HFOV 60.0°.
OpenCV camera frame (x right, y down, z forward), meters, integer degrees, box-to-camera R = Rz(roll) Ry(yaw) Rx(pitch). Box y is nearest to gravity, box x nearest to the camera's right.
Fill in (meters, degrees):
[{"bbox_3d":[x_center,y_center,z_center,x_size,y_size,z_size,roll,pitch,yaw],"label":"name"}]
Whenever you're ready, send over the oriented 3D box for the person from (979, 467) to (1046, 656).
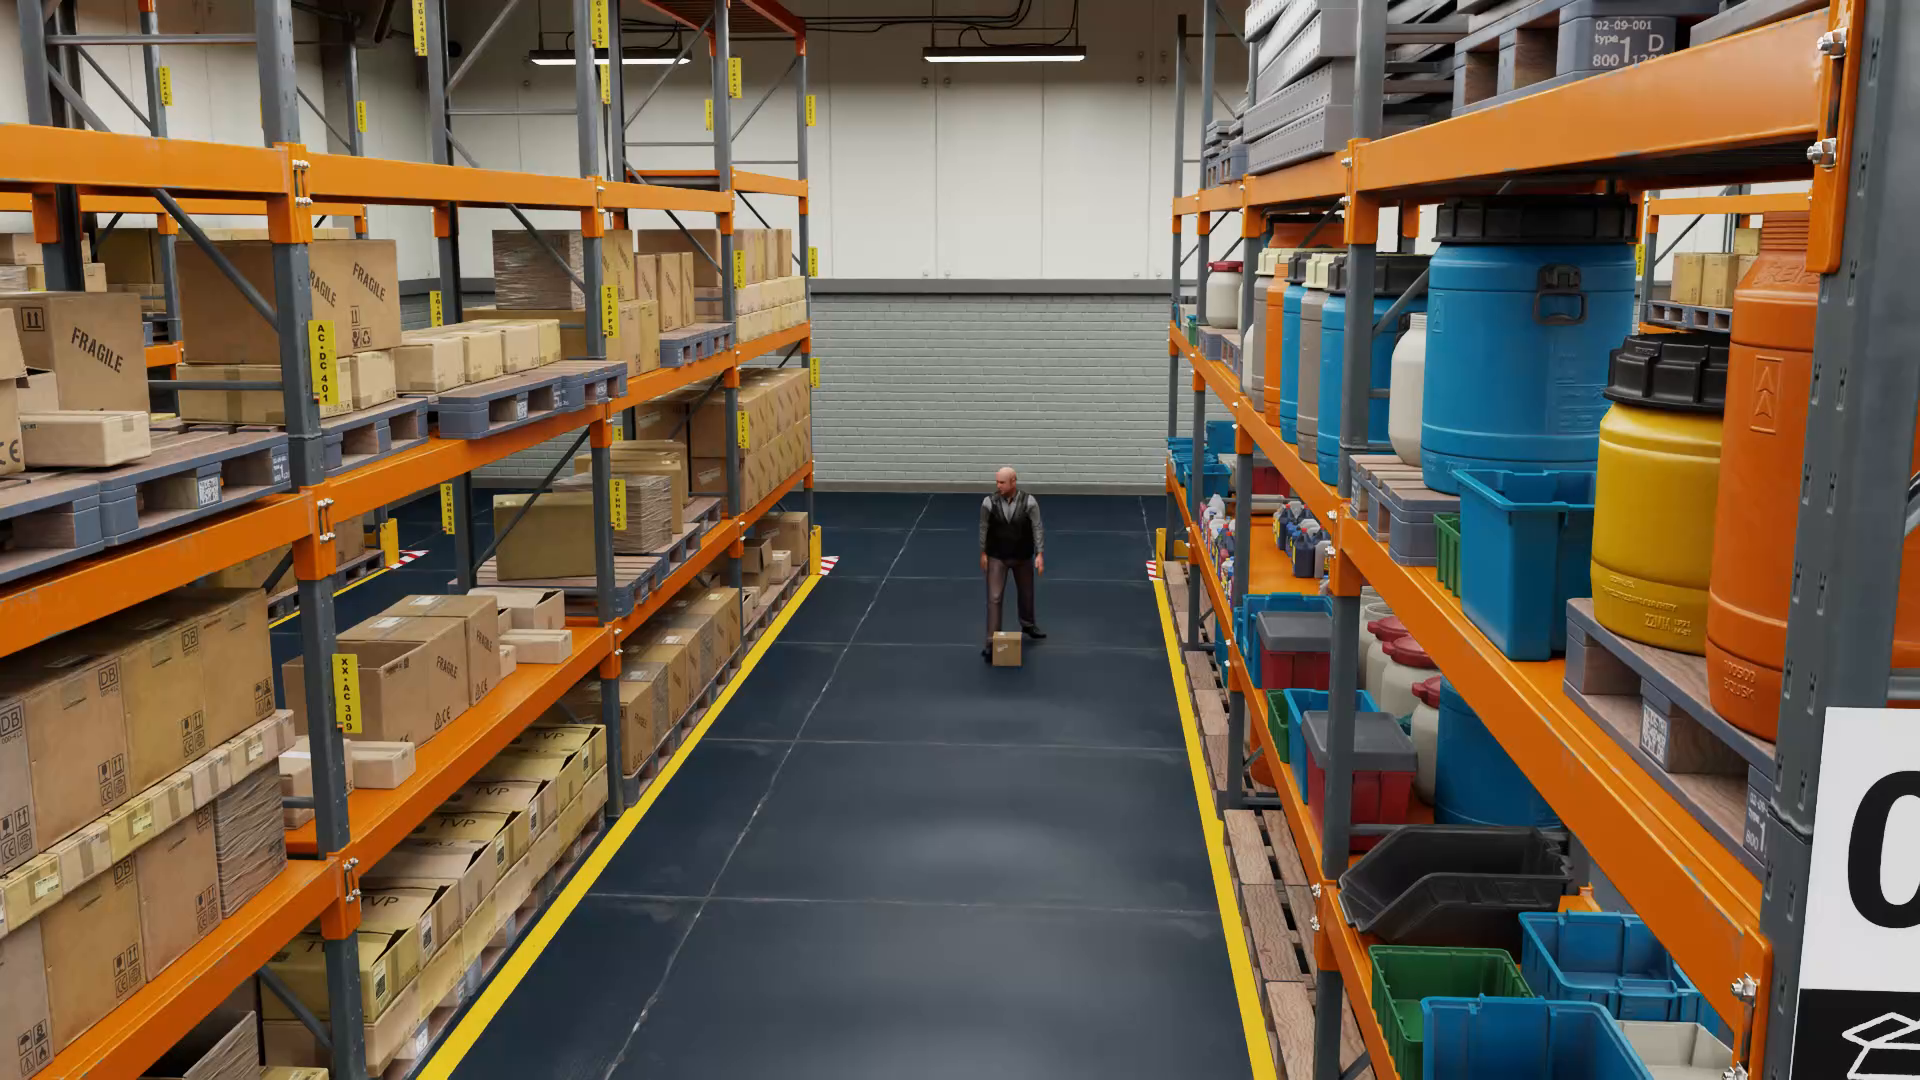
[{"bbox_3d":[0.494,0.168,15.145,0.640,1.691,0.927,0,11,-2],"label":"person"}]
